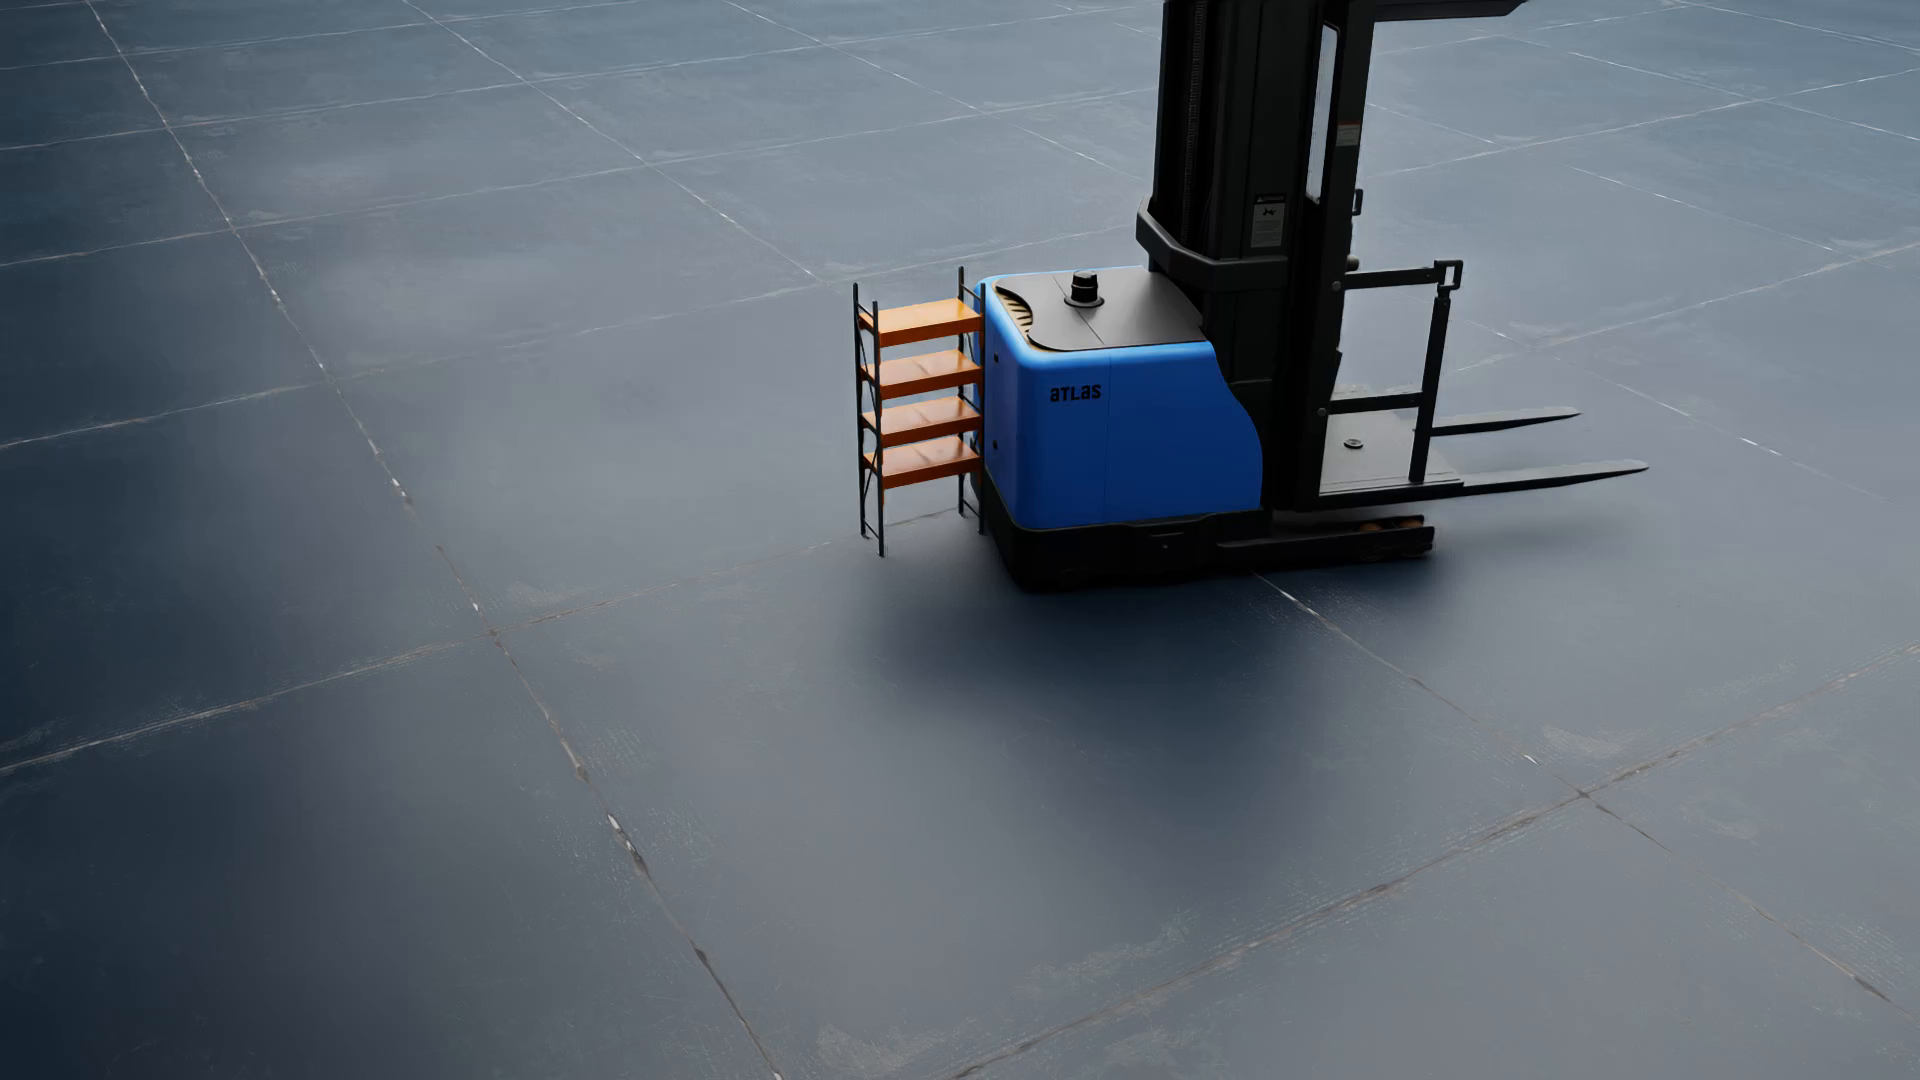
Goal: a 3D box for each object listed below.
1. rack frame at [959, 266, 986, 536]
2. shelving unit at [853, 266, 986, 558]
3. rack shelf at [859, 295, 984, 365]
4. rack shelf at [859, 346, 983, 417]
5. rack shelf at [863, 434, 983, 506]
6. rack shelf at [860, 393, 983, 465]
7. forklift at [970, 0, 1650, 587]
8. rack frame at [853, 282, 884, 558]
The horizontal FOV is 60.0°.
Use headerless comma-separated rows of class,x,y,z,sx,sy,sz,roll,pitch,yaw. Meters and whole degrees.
rack frame,0.051,-0.598,7.330,0.015,1.200,0.240,-13,31,-22
shelving unit,-0.170,-0.549,7.240,0.503,1.200,0.258,-13,31,-22
rack shelf,-0.170,-0.893,7.050,0.480,0.148,0.258,-13,31,-22
rack shelf,-0.170,-0.686,7.164,0.480,0.148,0.258,-13,31,-22
rack shelf,-0.170,-0.316,7.368,0.480,0.148,0.258,-13,31,-22
rack shelf,-0.170,-0.490,7.272,0.480,0.148,0.258,-13,31,-22
forklift,1.618,-1.432,7.050,3.031,2.935,1.130,-6,29,-10
rack frame,-0.392,-0.499,7.150,0.015,1.200,0.240,-13,31,-22
